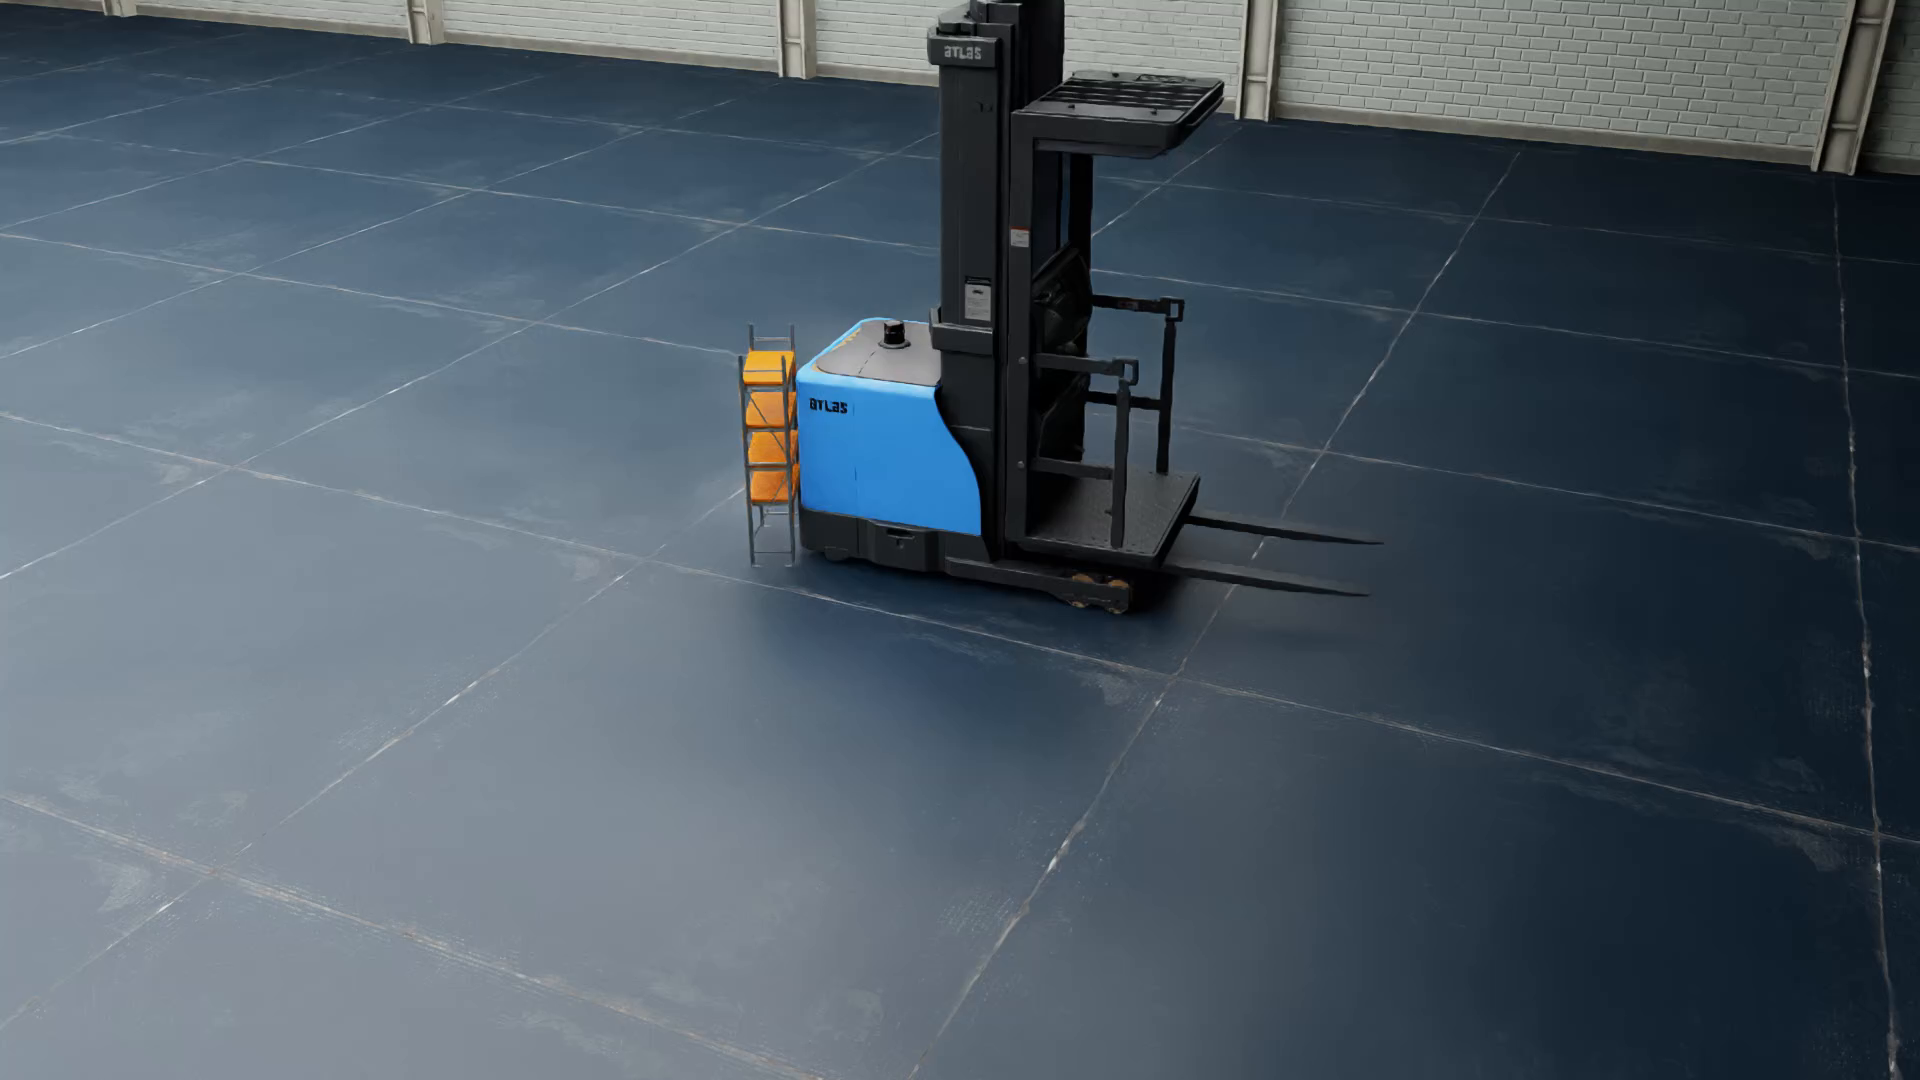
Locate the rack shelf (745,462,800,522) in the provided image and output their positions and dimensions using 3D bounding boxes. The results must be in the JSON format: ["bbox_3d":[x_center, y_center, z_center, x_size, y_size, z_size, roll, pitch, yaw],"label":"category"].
[{"bbox_3d":[-1.007,-0.265,9.031,0.258,0.148,0.480,0,26,0],"label":"rack shelf"}]

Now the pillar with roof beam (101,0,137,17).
[{"bbox_3d":[-14.778,-10.446,20.279,0.400,9.000,9.100,11,28,22],"label":"pillar with roof beam"}]

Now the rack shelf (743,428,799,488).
[{"bbox_3d":[-1.007,-0.443,8.943,0.258,0.148,0.480,0,26,0],"label":"rack shelf"}]

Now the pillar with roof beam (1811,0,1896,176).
[{"bbox_3d":[7.069,-6.058,11.366,0.400,9.000,9.100,11,28,22],"label":"pillar with roof beam"}]

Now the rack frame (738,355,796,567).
[{"bbox_3d":[-1.006,-0.395,8.694,0.240,1.200,0.015,0,26,0],"label":"rack frame"}]

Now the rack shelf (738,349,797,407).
[{"bbox_3d":[-1.007,-0.856,8.740,0.258,0.148,0.480,0,26,0],"label":"rack shelf"}]

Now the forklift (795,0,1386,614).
[{"bbox_3d":[0.704,-1.205,8.379,3.031,2.935,1.130,9,28,17],"label":"forklift"}]

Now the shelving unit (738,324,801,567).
[{"bbox_3d":[-1.007,-0.503,8.913,0.258,1.200,0.503,0,26,0],"label":"shelving unit"}]

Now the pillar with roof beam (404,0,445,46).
[{"bbox_3d":[-9.316,-9.349,18.051,0.400,9.000,9.100,11,28,22],"label":"pillar with roof beam"}]

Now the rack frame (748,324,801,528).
[{"bbox_3d":[-1.007,-0.611,9.132,0.240,1.200,0.015,0,26,0],"label":"rack frame"}]

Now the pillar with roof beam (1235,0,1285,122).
[{"bbox_3d":[1.607,-7.155,13.594,0.400,9.000,9.100,11,28,22],"label":"pillar with roof beam"}]

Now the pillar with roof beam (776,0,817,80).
[{"bbox_3d":[-3.855,-8.252,15.823,0.400,9.000,9.100,11,28,22],"label":"pillar with roof beam"}]

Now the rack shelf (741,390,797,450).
[{"bbox_3d":[-1.007,-0.643,8.844,0.258,0.148,0.480,0,26,0],"label":"rack shelf"}]
